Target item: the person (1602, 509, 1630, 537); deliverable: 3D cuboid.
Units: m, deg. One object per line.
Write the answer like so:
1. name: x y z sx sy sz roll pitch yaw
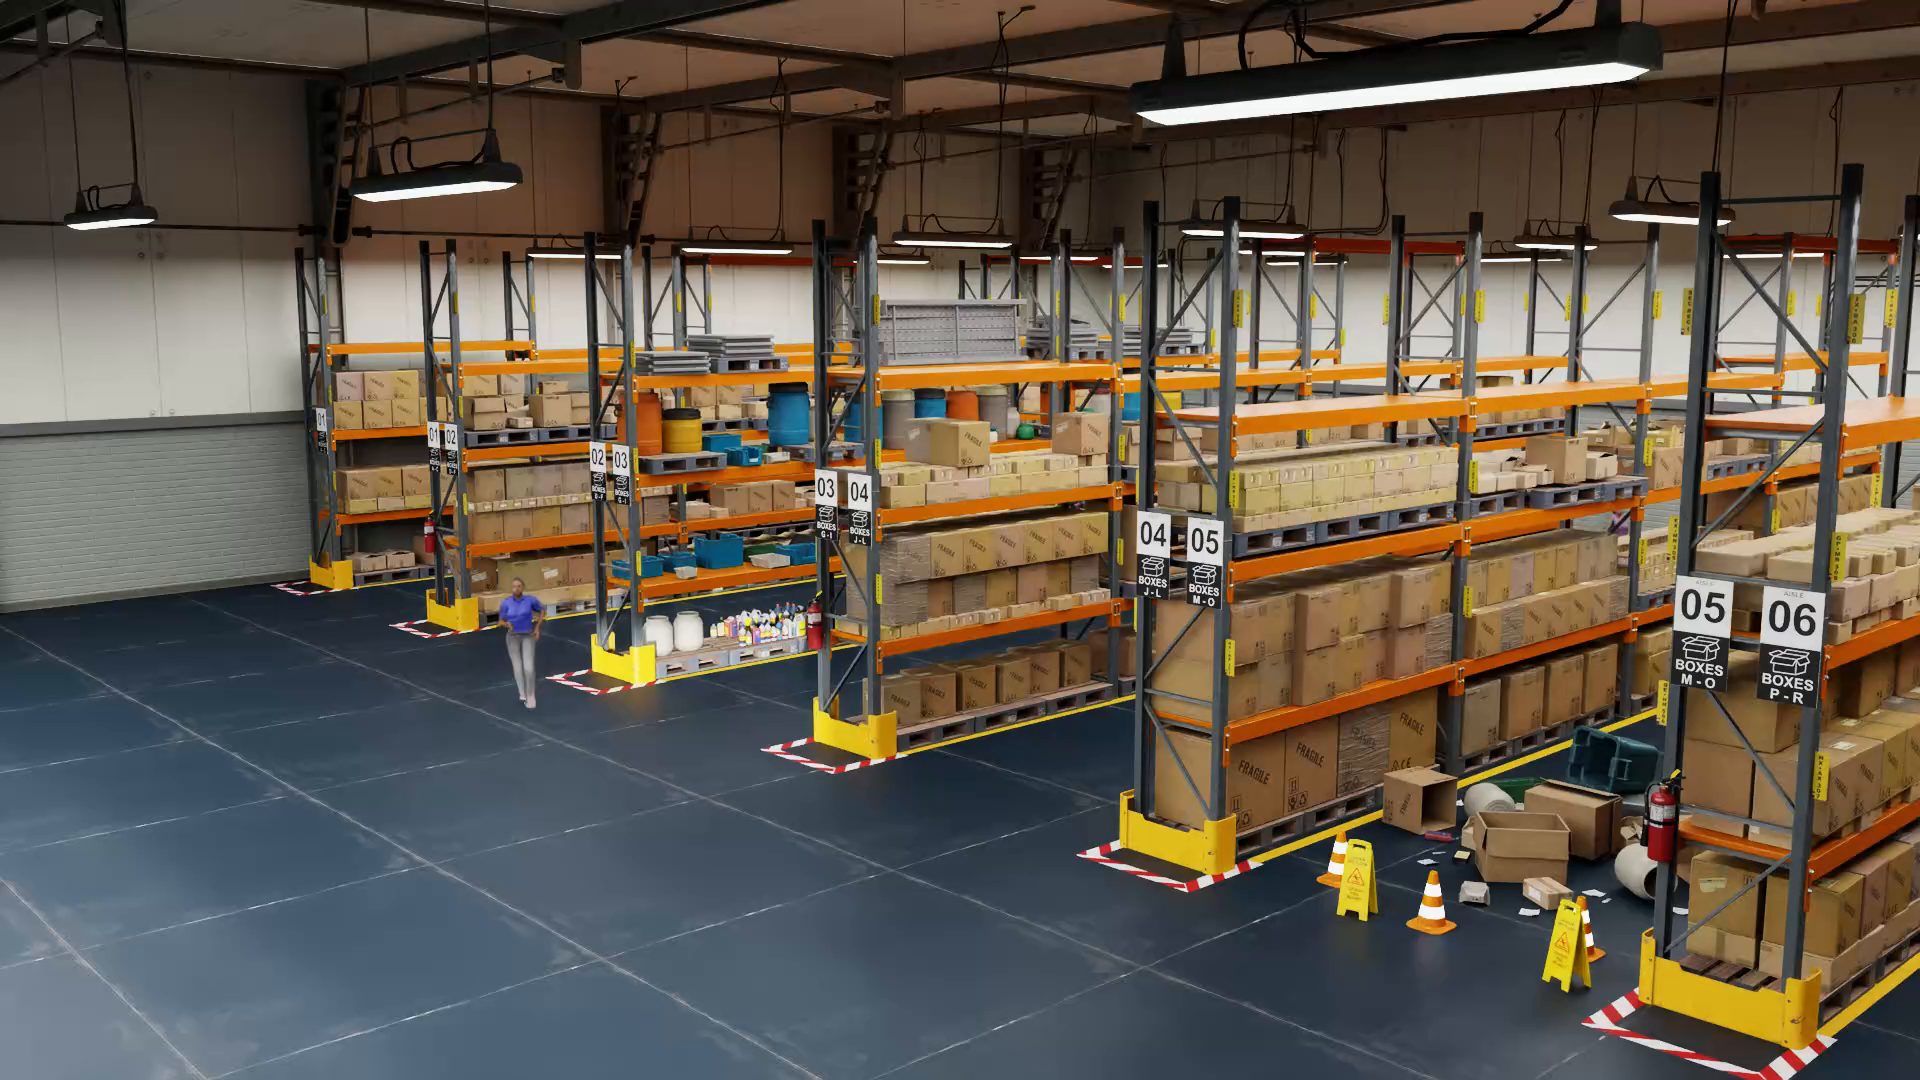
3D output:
1. person: 11.694 0.118 29.449 0.595 1.526 0.461 -2 9 -11

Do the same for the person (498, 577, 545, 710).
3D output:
1. person: -5.522 1.310 20.941 0.550 1.679 0.717 -1 8 -8
